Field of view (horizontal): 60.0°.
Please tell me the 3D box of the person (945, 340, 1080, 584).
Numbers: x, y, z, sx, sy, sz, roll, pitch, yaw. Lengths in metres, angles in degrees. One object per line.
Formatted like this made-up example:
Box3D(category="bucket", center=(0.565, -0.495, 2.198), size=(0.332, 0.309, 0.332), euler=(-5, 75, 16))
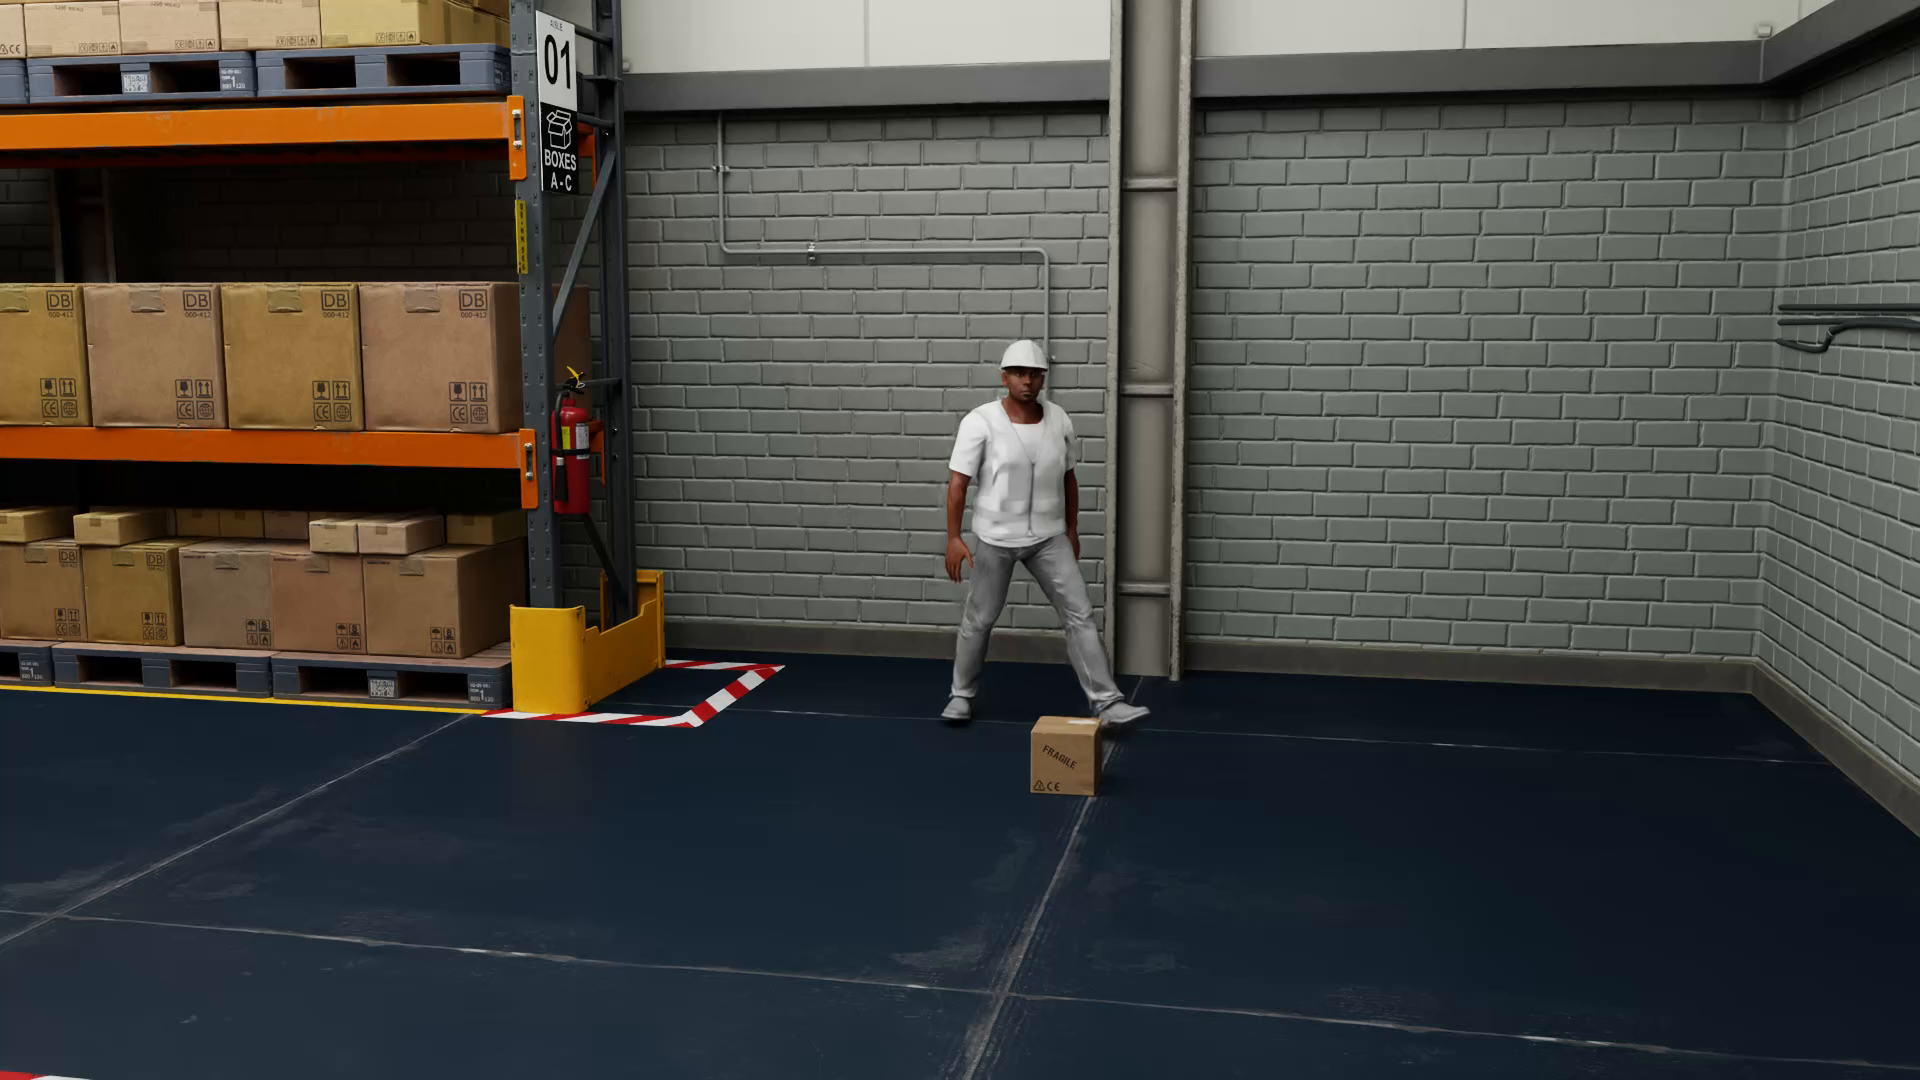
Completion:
Box3D(category="person", center=(0.262, -0.347, 7.321), size=(0.680, 1.062, 0.388), euler=(-2, 8, -17))
